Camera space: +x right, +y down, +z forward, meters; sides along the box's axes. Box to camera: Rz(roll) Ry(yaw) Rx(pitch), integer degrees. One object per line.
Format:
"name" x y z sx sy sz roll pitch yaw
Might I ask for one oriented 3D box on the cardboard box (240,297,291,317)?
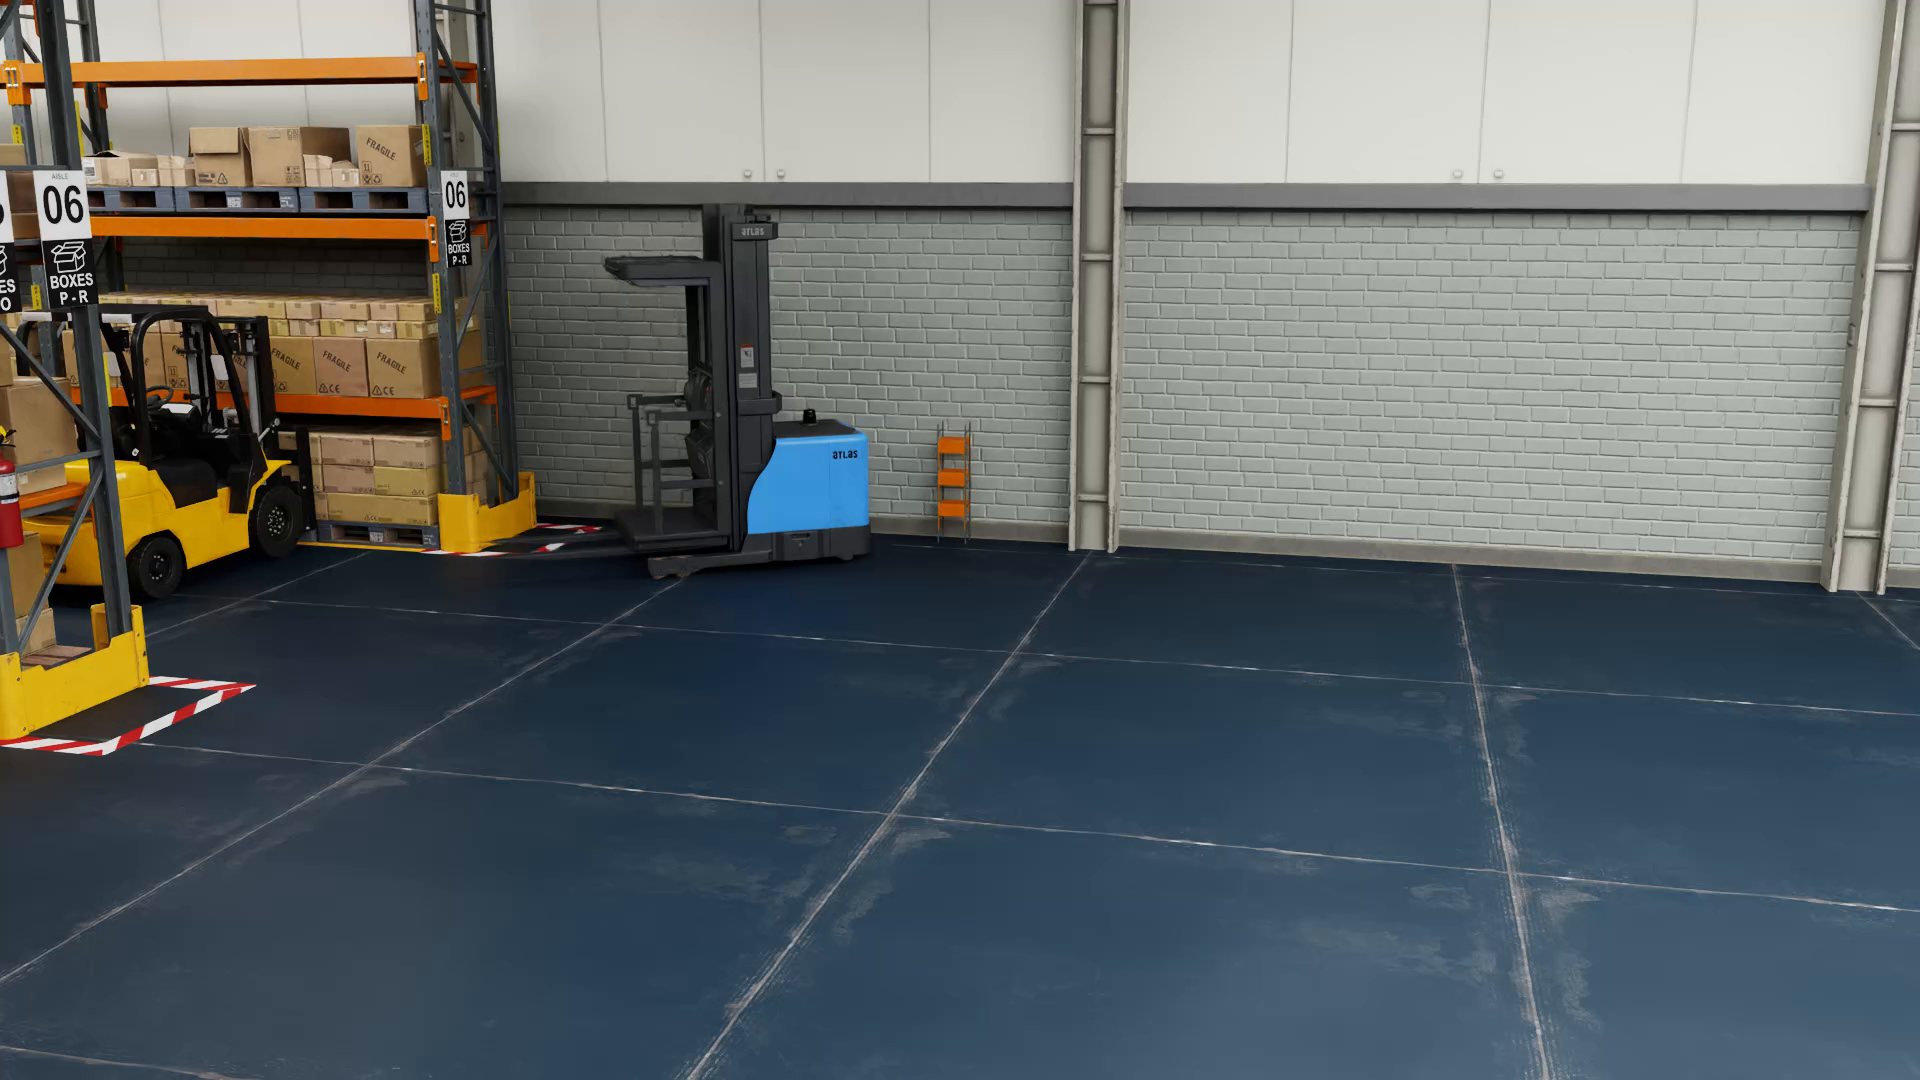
"cardboard box" -6.094 -2.047 14.618 0.250 0.149 0.380 3 13 14

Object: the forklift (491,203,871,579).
"forklift" -2.321 -1.248 13.590 3.031 2.935 1.130 -4 13 -19

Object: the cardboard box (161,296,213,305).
"cardboard box" -6.841 -2.074 14.742 0.250 0.149 0.380 3 13 13

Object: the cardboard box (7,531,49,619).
"cardboard box" -6.131 0.231 10.416 0.500 0.500 0.500 3 13 12

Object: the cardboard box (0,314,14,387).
"cardboard box" -5.939 -1.102 9.550 0.500 0.500 0.700 3 13 12

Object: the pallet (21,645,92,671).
"pallet" -6.245 0.868 10.332 1.213 0.211 1.003 3 13 14

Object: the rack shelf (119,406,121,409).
"rack shelf" -10.030 -1.444 15.976 4.000 0.370 1.077 3 13 14

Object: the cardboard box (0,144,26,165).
"cardboard box" -5.687 -2.232 9.681 0.250 0.149 0.380 3 13 13

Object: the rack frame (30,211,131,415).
"rack frame" -8.089 -1.691 15.430 0.127 3.000 1.000 3 13 14

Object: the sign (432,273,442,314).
"sign" -4.349 -2.051 13.832 0.005 0.325 0.100 3 13 14

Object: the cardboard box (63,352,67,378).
"cardboard box" -8.506 -1.701 15.821 0.500 0.250 0.500 3 13 15

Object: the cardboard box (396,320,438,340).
"cardboard box" -4.609 -1.808 14.229 0.250 0.149 0.380 3 13 14

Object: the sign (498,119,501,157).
"sign" -4.066 -3.530 14.591 0.005 0.325 0.100 3 13 14

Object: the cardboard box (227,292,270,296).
"cardboard box" -6.471 -2.175 15.198 0.250 0.149 0.380 3 13 13

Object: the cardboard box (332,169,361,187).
"cardboard box" -5.082 -3.058 14.046 0.250 0.149 0.380 3 13 12

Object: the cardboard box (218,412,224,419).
"cardboard box" -7.069 -1.034 15.538 0.500 0.250 0.500 3 13 13

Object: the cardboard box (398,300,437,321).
"cardboard box" -4.603 -1.968 14.265 0.250 0.149 0.380 3 13 14

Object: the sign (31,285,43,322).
"sign" -8.209 -2.103 14.797 0.005 0.325 0.100 3 13 14

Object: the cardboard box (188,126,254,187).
"cardboard box" -6.223 -3.336 14.482 0.637 0.503 0.797 3 13 15

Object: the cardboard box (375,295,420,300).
"cardboard box" -4.986 -2.088 14.804 0.250 0.149 0.380 3 13 15

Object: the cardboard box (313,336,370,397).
"cardboard box" -5.247 -1.531 14.480 0.500 0.500 0.500 3 13 15

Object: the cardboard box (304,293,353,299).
"cardboard box" -5.716 -2.147 15.069 0.250 0.149 0.380 3 13 12

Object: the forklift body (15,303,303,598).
"forklift body" -6.483 -0.784 13.301 1.214 2.155 2.313 3 13 14

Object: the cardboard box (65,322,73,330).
"cardboard box" -7.842 -1.985 15.025 0.250 0.149 0.380 3 13 13

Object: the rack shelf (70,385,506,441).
"rack shelf" -6.147 -1.236 15.040 4.000 0.370 1.077 3 13 14

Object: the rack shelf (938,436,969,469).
"rack shelf" -0.052 -0.775 14.540 0.240 0.259 0.215 3 13 13

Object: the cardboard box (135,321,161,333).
"cardboard box" -7.109 -1.935 14.804 0.250 0.149 0.380 3 13 15

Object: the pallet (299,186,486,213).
"pallet" -4.885 -2.947 14.369 1.213 0.211 1.003 3 13 14

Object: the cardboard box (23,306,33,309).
"cardboard box" -8.626 -2.145 15.747 0.250 0.149 0.380 3 13 12

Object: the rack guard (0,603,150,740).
"rack guard" -5.465 0.777 10.077 0.348 0.500 1.175 3 13 14

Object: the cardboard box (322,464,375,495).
"cardboard box" -5.237 -0.578 14.638 0.500 0.250 0.500 3 13 13

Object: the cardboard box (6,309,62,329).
"cardboard box" -8.474 -2.028 15.219 0.250 0.149 0.380 4 13 15

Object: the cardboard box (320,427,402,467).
"cardboard box" -5.224 -0.818 14.565 0.500 0.250 0.500 3 13 15

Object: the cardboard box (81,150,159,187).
"cardboard box" -7.339 -3.271 14.633 0.500 0.311 0.500 3 13 15

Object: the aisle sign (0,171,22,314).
"aisle sign" -5.400 -1.644 9.218 0.004 0.787 0.394 3 13 14

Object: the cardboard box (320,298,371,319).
"cardboard box" -5.335 -2.011 14.458 0.250 0.149 0.380 3 13 14

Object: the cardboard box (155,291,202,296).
"cardboard box" -7.212 -2.216 15.381 0.250 0.149 0.380 3 13 13

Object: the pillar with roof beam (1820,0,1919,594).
"pillar with roof beam" 5.954 -3.110 7.975 0.400 9.000 9.100 3 13 14

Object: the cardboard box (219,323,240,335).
"cardboard box" -6.346 -1.900 14.645 0.250 0.149 0.380 3 13 12

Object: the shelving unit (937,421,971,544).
"shelving unit" -0.051 -0.509 14.600 0.252 1.050 0.215 3 13 13

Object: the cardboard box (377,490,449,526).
"cardboard box" -4.737 -0.304 14.557 0.500 0.250 0.500 3 13 14

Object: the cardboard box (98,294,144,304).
"cardboard box" -7.570 -2.132 15.002 0.250 0.149 0.380 3 13 14

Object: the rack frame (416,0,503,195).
"rack frame" -4.205 -4.412 13.845 0.127 3.000 1.000 3 13 14

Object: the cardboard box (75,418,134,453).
"cardboard box" -7.694 -0.951 15.164 0.500 0.250 0.500 3 13 13

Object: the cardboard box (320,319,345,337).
"cardboard box" -5.339 -1.857 14.448 0.250 0.149 0.380 3 13 13

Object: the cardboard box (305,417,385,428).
"cardboard box" -5.595 -0.952 15.171 0.500 0.250 0.500 3 13 13

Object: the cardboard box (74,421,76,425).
"cardboard box" -8.598 -0.761 15.753 0.625 0.625 0.875 4 13 16

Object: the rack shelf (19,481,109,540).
"rack shelf" -7.333 -0.192 10.335 4.000 0.370 1.077 3 13 14

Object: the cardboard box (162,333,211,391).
"cardboard box" -6.719 -1.612 14.845 0.500 0.500 0.500 3 13 13
